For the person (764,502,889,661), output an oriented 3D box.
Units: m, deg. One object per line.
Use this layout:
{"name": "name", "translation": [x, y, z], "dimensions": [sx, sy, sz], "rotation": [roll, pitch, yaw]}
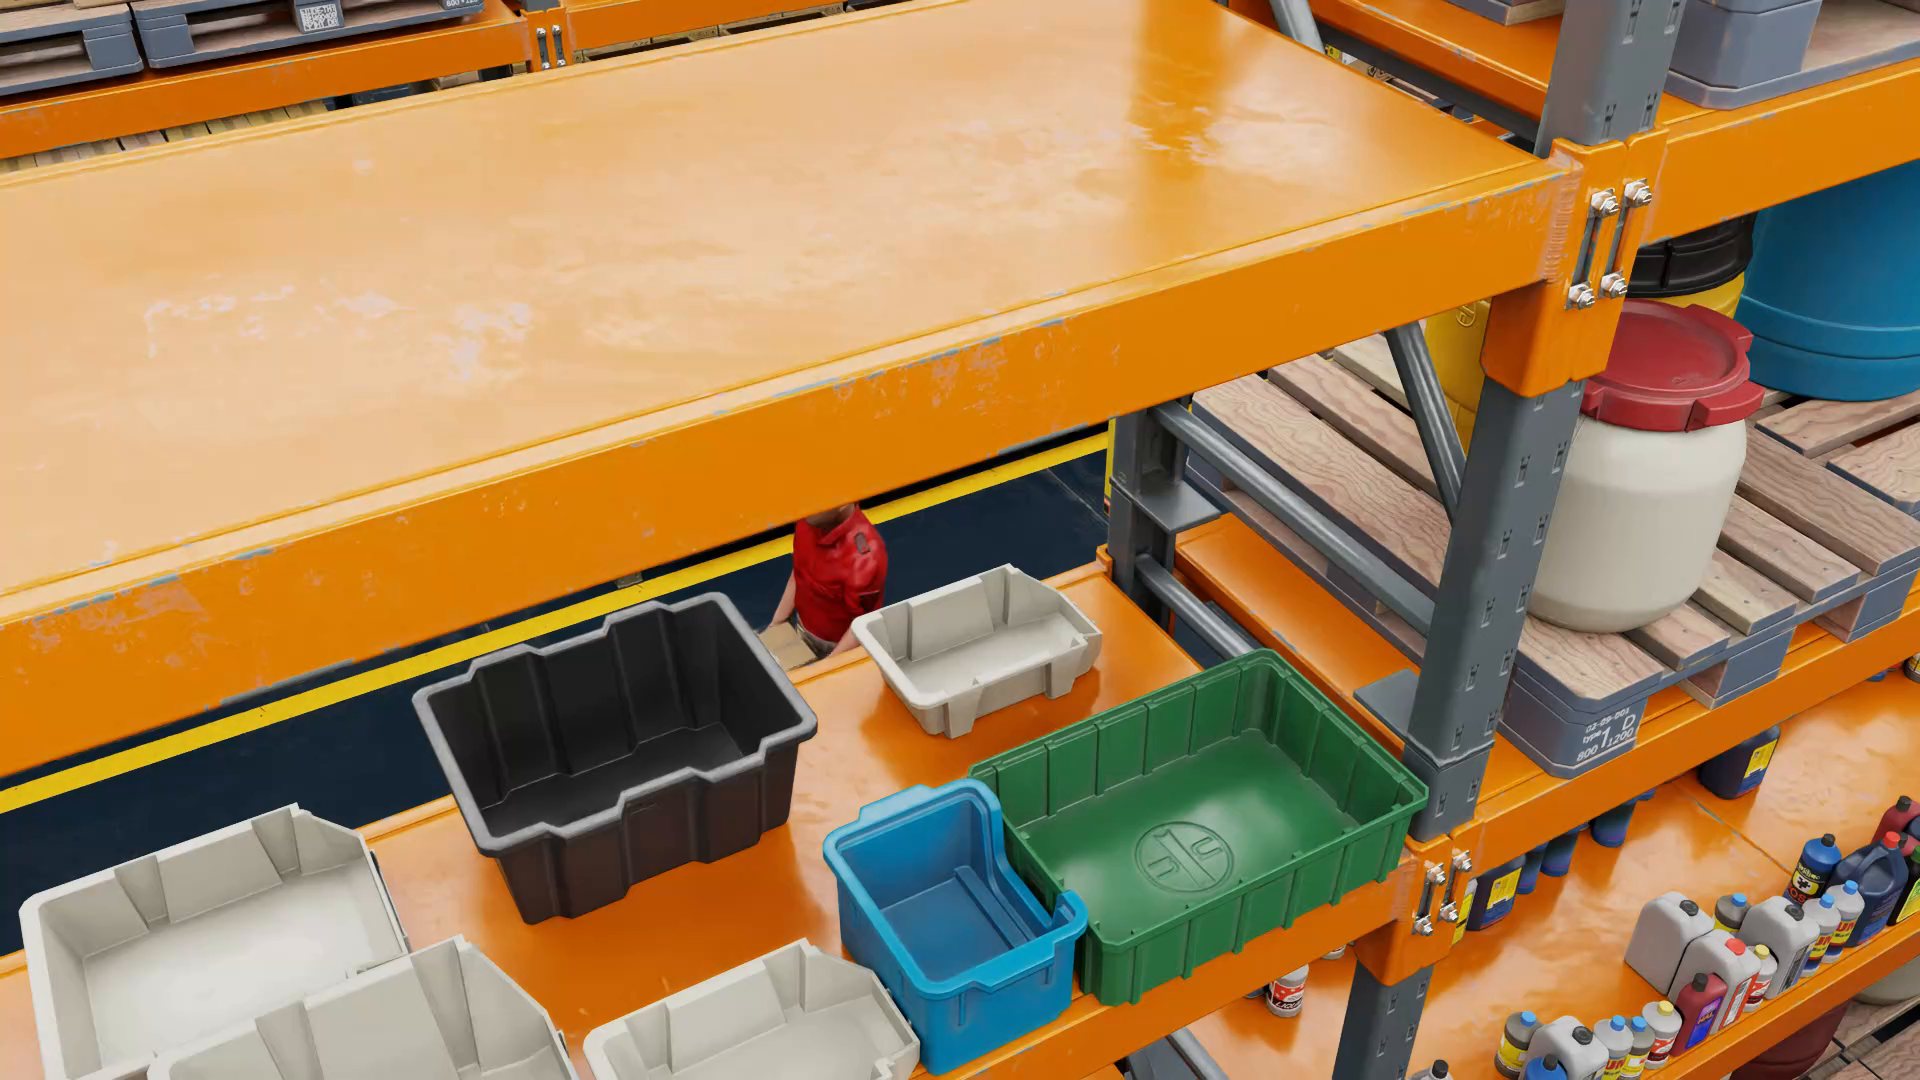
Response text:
{"name": "person", "translation": [-0.508, 0.434, 6.350], "dimensions": [0.458, 1.733, 0.533], "rotation": [-20, 41, -24]}
